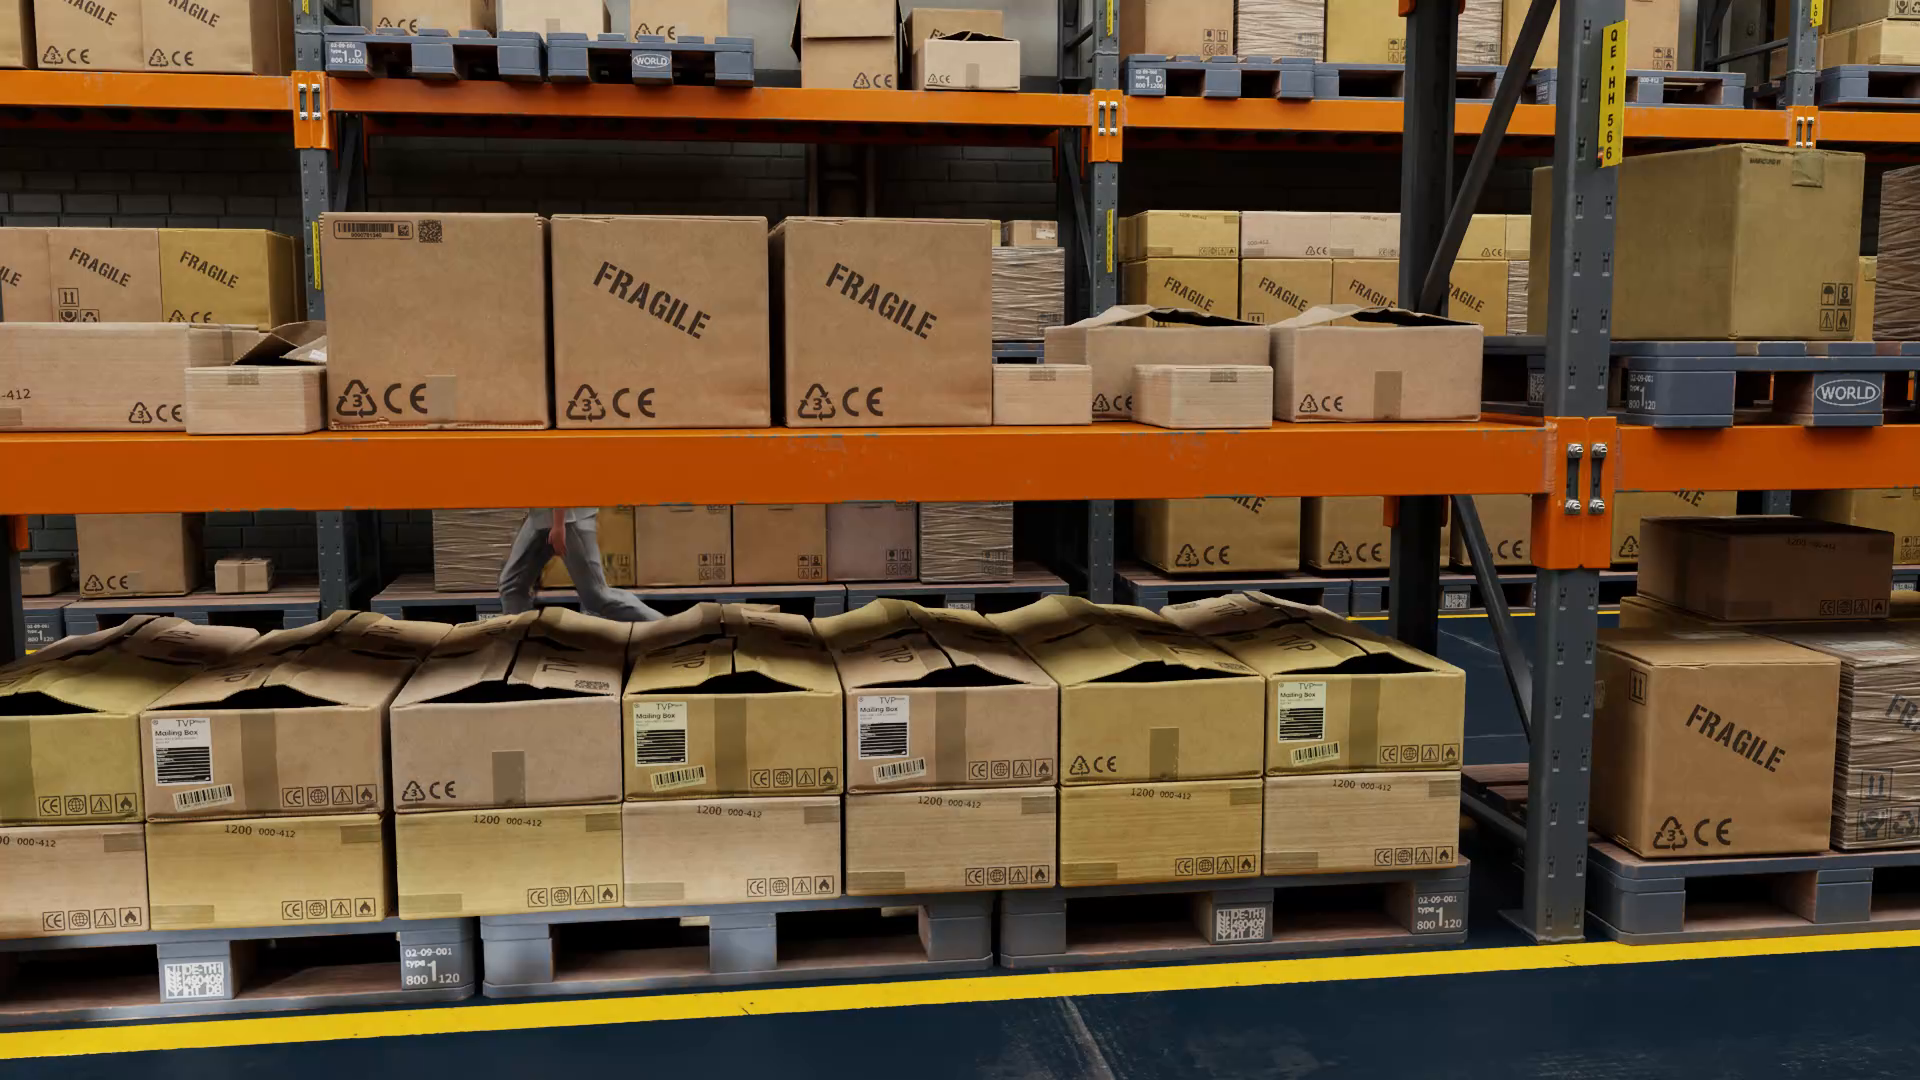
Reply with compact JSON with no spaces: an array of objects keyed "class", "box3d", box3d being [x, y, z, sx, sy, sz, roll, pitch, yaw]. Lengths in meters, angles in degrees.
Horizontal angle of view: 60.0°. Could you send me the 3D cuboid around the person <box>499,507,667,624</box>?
[{"class":"person","box3d":[-1.623,-0.101,6.966,0.980,1.534,0.417,-3,7,-22]}]
